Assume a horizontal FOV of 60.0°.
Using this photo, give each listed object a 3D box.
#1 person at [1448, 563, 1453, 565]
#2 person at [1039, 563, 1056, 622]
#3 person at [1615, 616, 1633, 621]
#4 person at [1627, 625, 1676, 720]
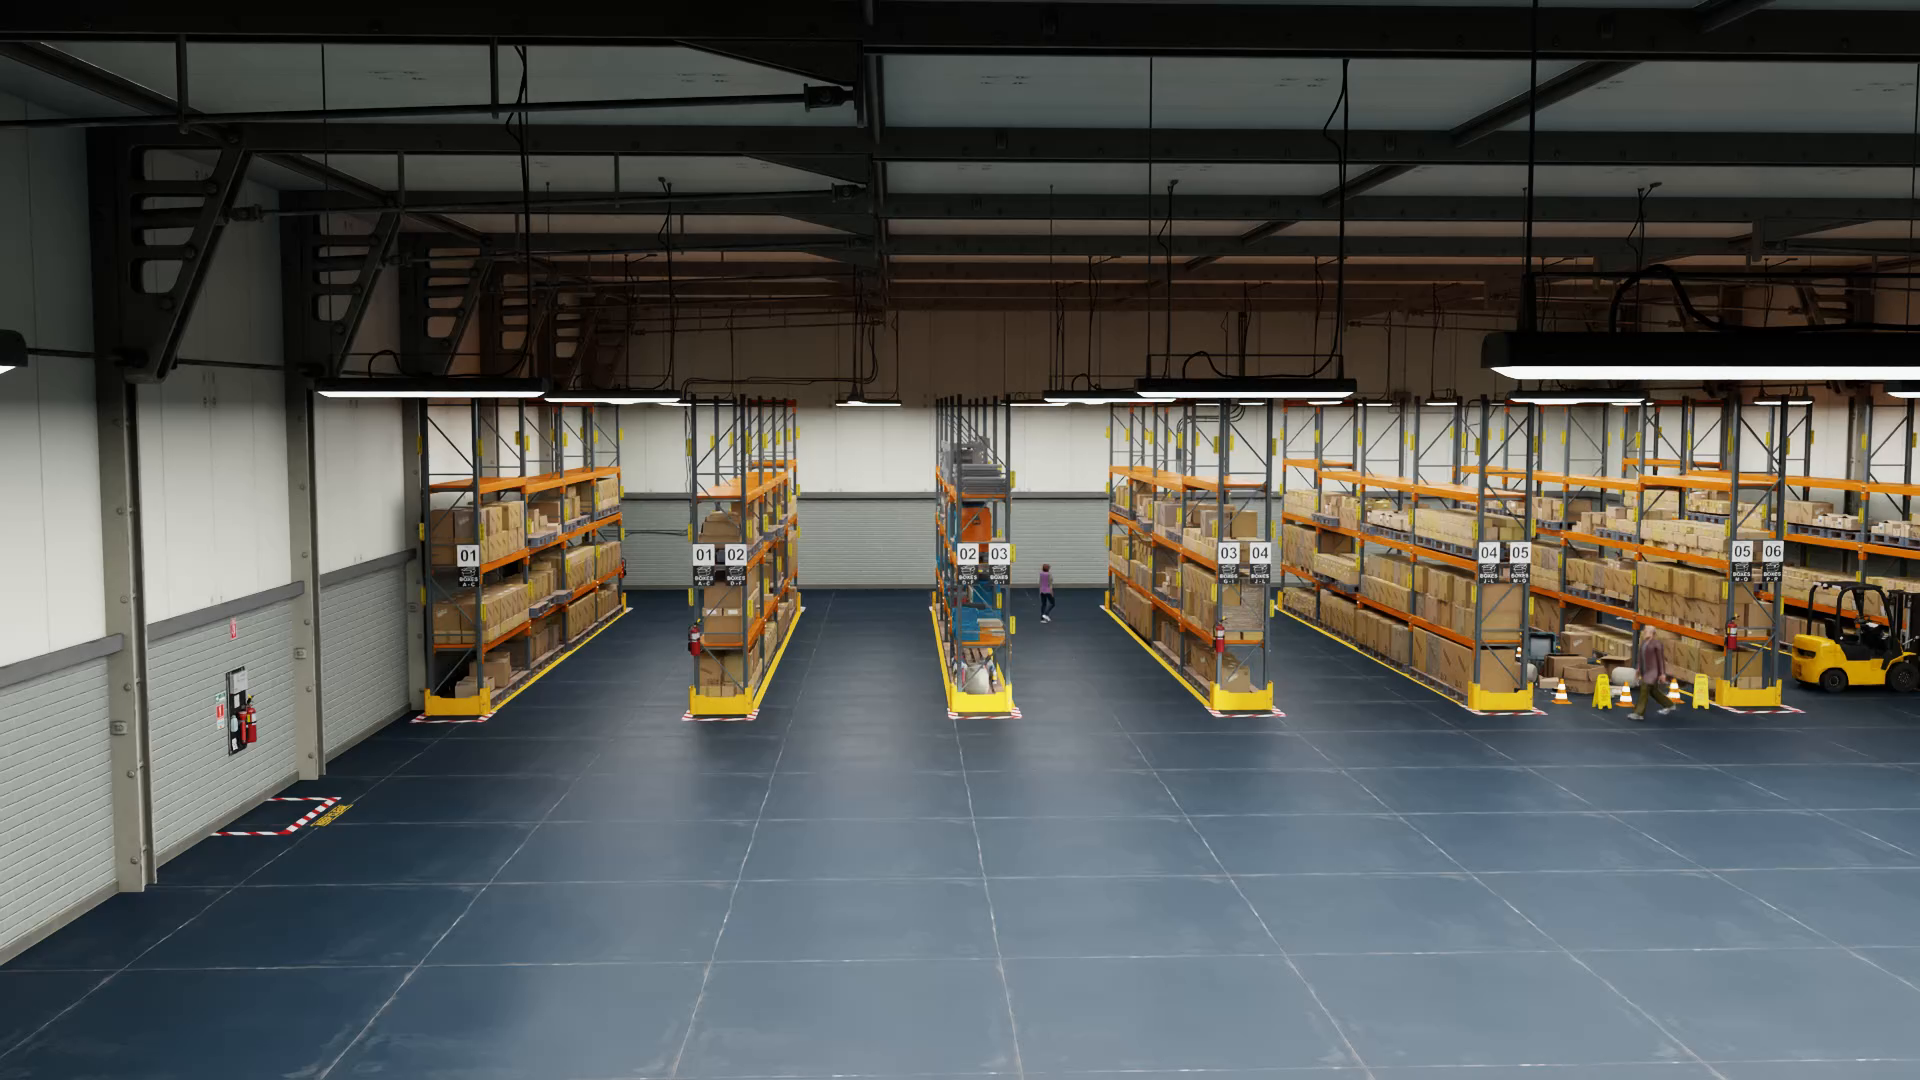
[{"bbox_3d":[12.834,1.413,43.379,0.586,1.783,0.429,-3,5,-35],"label":"person"},{"bbox_3d":[2.282,1.420,44.431,0.435,1.599,0.430,4,6,43],"label":"person"},{"bbox_3d":[17.975,1.349,44.844,0.451,1.646,0.536,-3,5,-34],"label":"person"},{"bbox_3d":[12.773,2.434,30.681,1.111,1.736,0.629,-1,5,-13],"label":"person"}]
